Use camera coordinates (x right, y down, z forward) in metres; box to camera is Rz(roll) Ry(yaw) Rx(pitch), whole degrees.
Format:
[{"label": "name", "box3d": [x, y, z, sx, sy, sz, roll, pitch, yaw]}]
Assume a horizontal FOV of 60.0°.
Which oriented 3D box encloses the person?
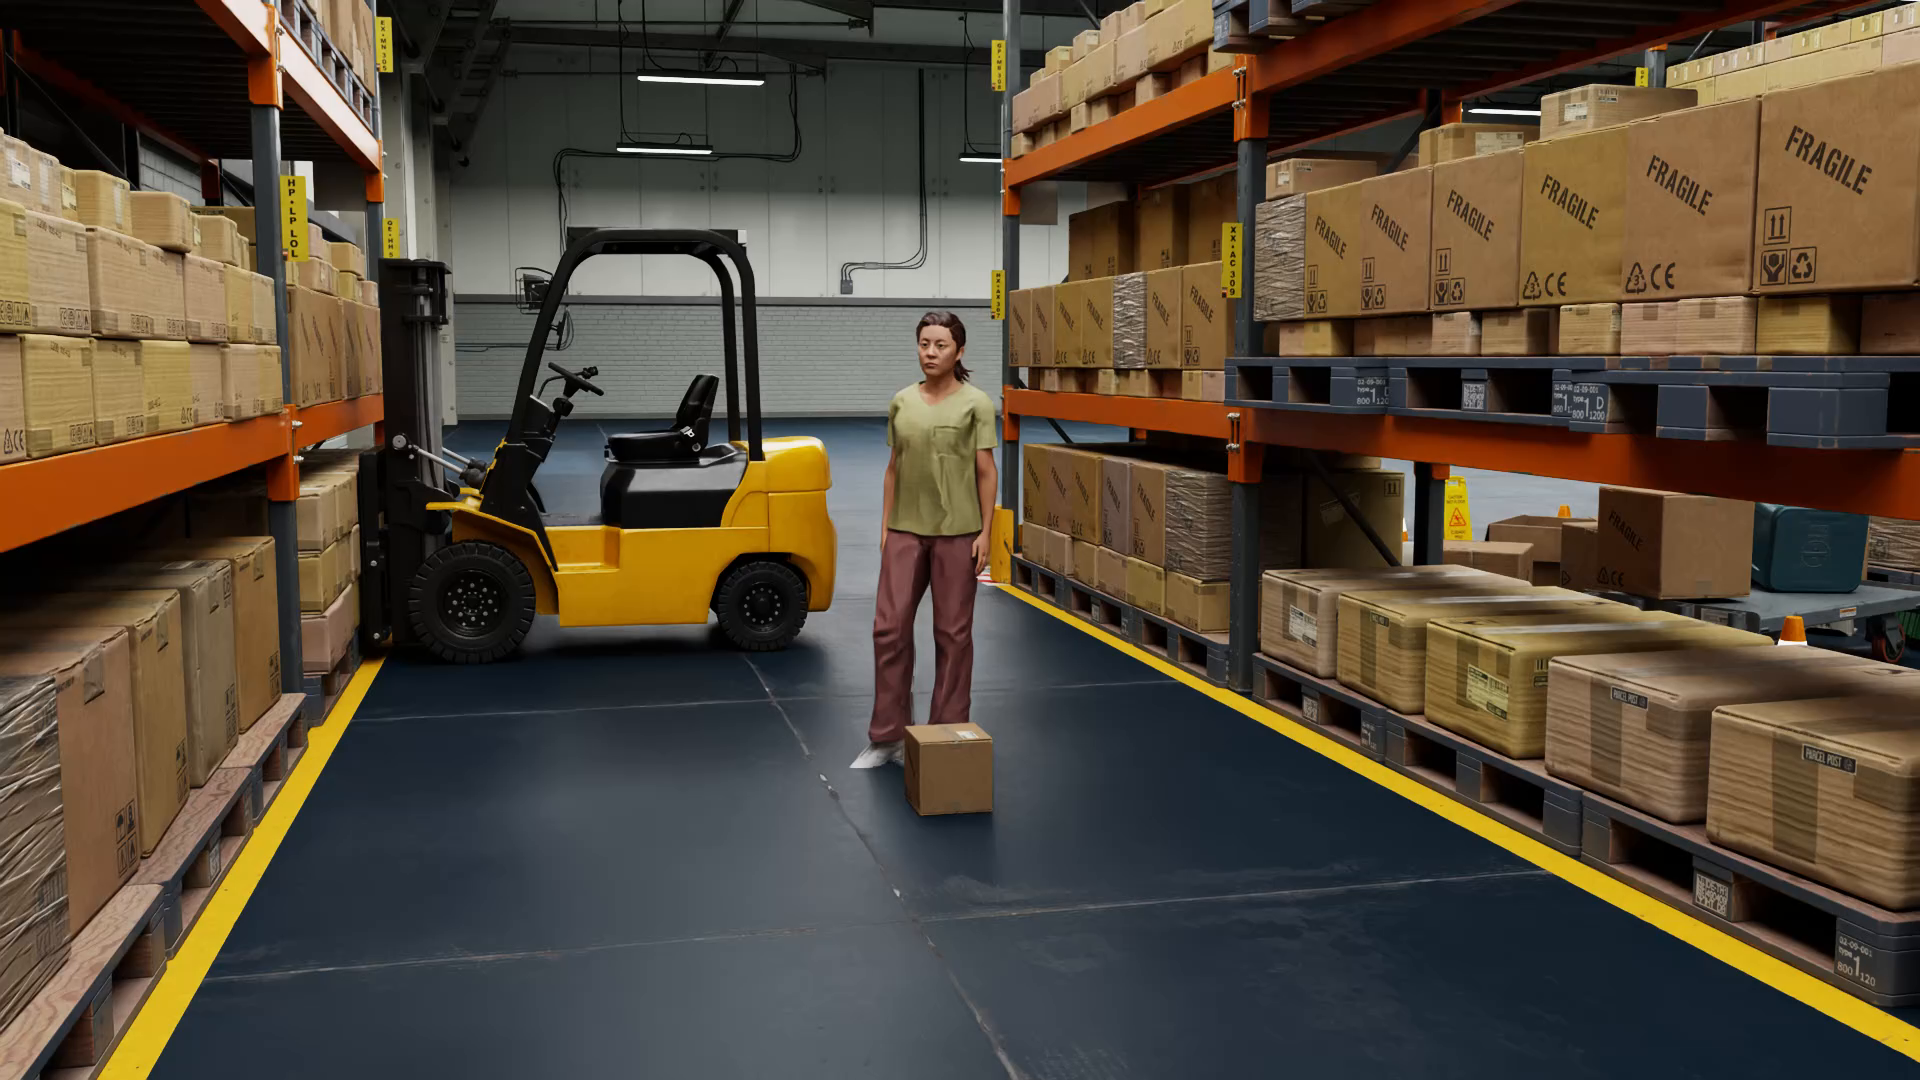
[{"label": "person", "box3d": [-0.127, 0.017, 6.164, 0.499, 1.719, 0.466, 2, 6, 17]}]
